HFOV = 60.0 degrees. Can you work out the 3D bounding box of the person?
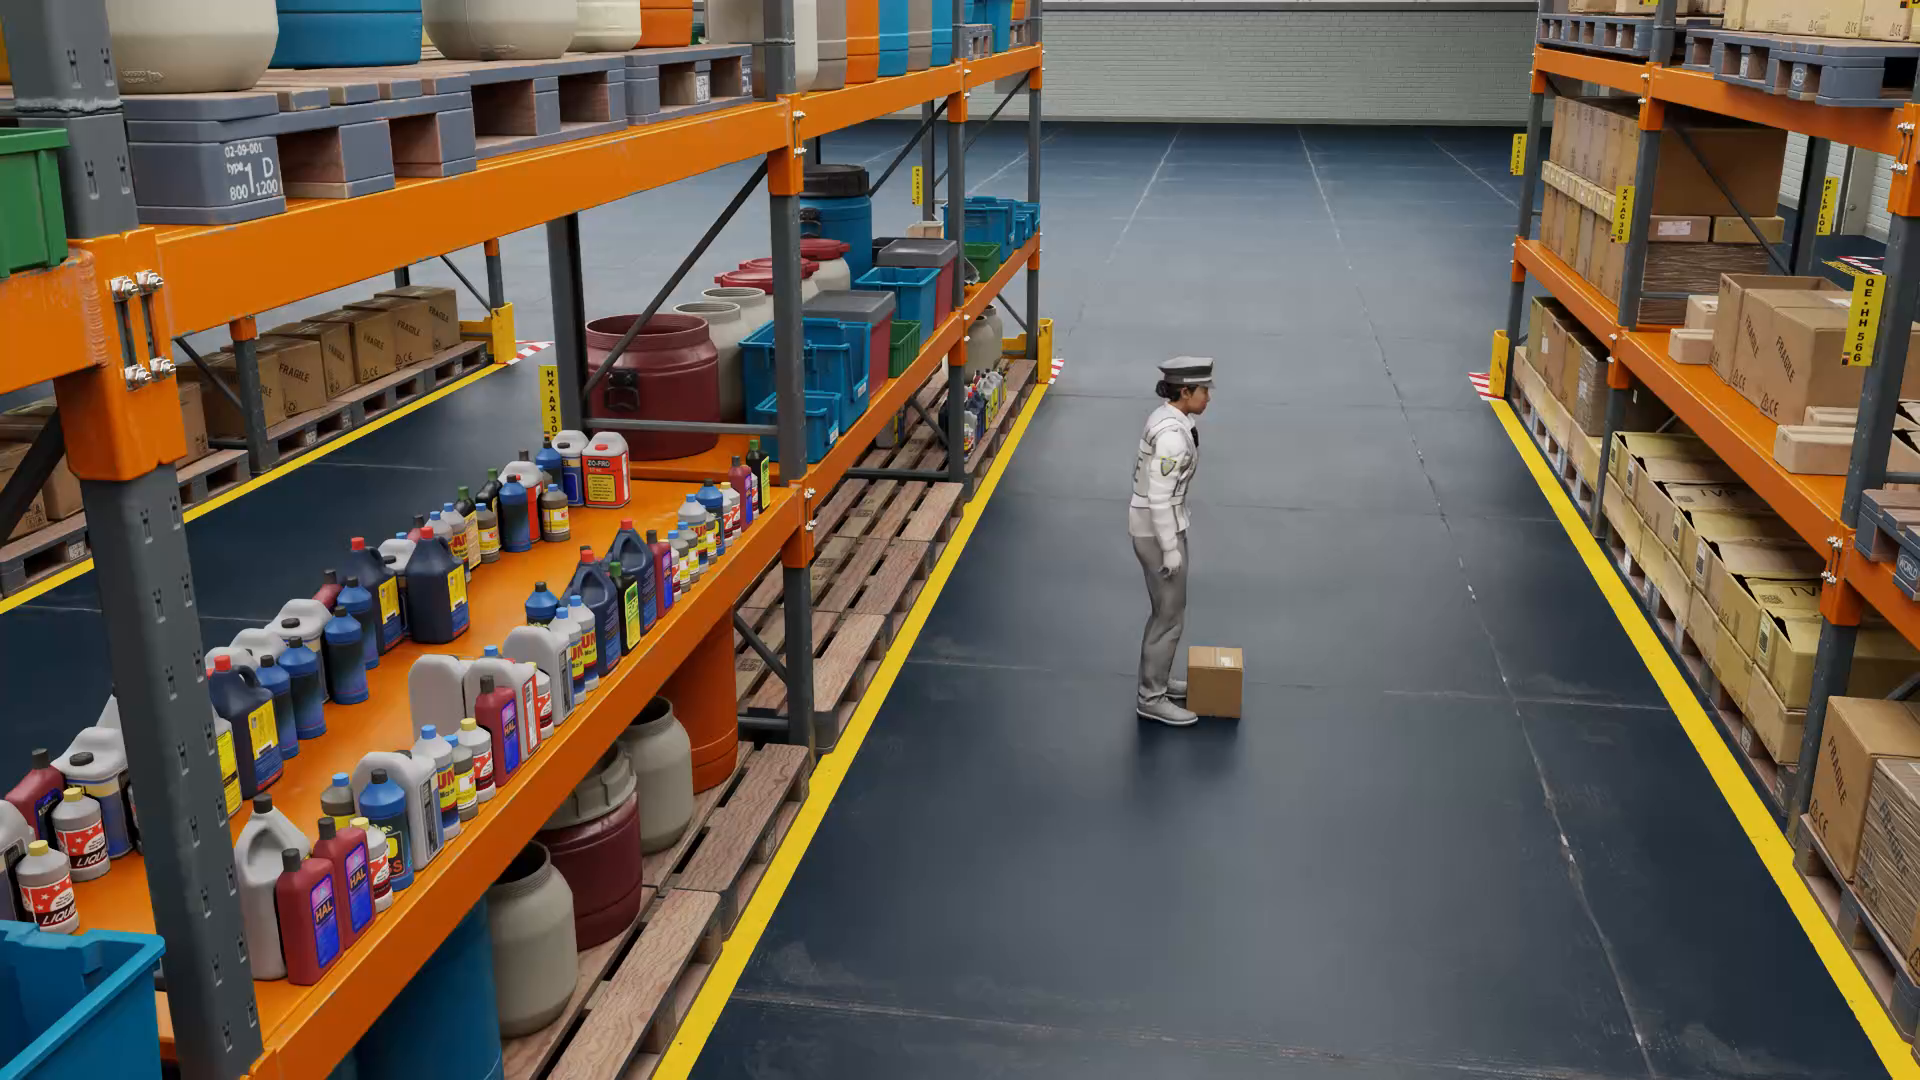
[{"bbox_3d":[0.949,-0.015,7.596,0.374,1.662,0.526,3,18,8],"label":"person"}]
